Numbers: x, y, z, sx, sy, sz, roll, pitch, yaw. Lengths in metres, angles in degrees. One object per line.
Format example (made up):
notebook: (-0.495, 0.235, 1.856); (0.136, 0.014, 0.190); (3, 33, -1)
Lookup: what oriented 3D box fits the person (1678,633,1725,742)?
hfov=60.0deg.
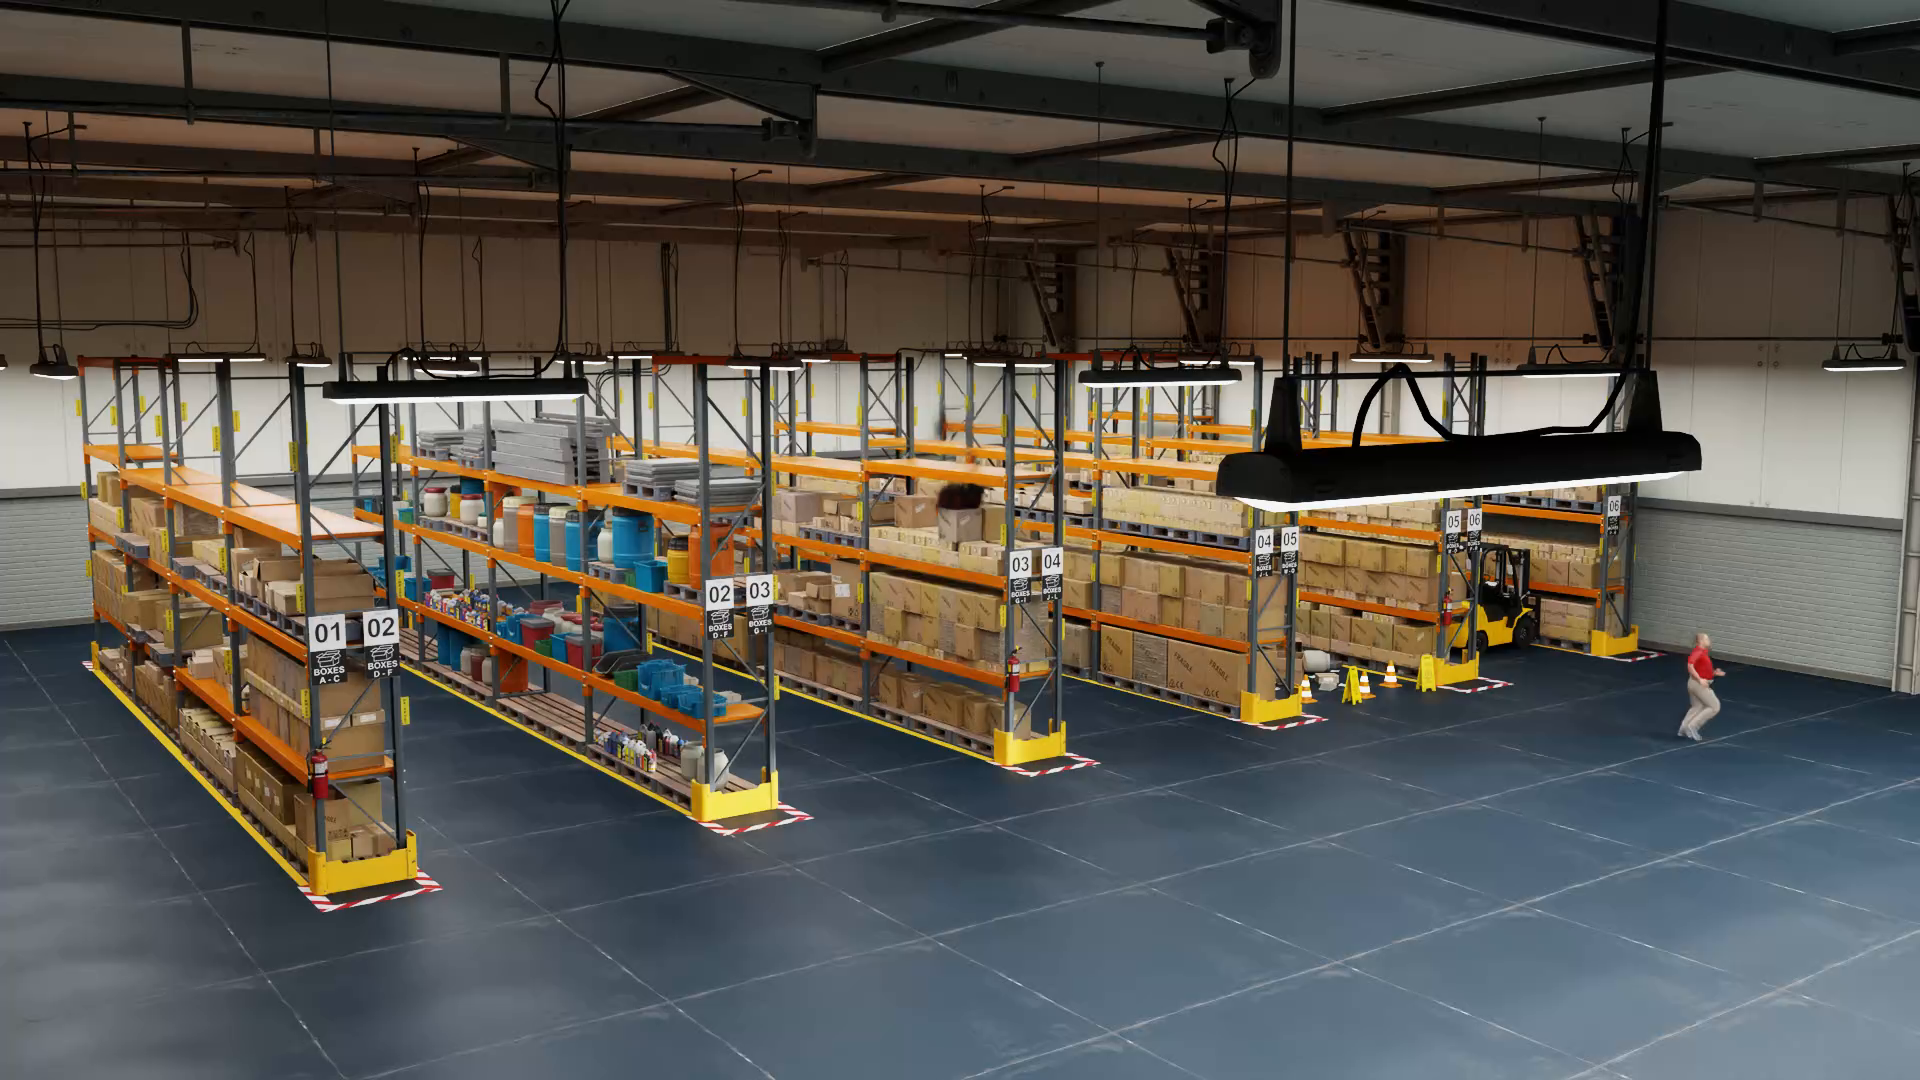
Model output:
person: (11.712, 2.323, 26.200); (0.655, 1.709, 0.633); (2, 7, 16)

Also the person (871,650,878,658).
person: (-1.591, 1.638, 31.766); (0.633, 1.696, 0.661); (-6, 9, -41)
